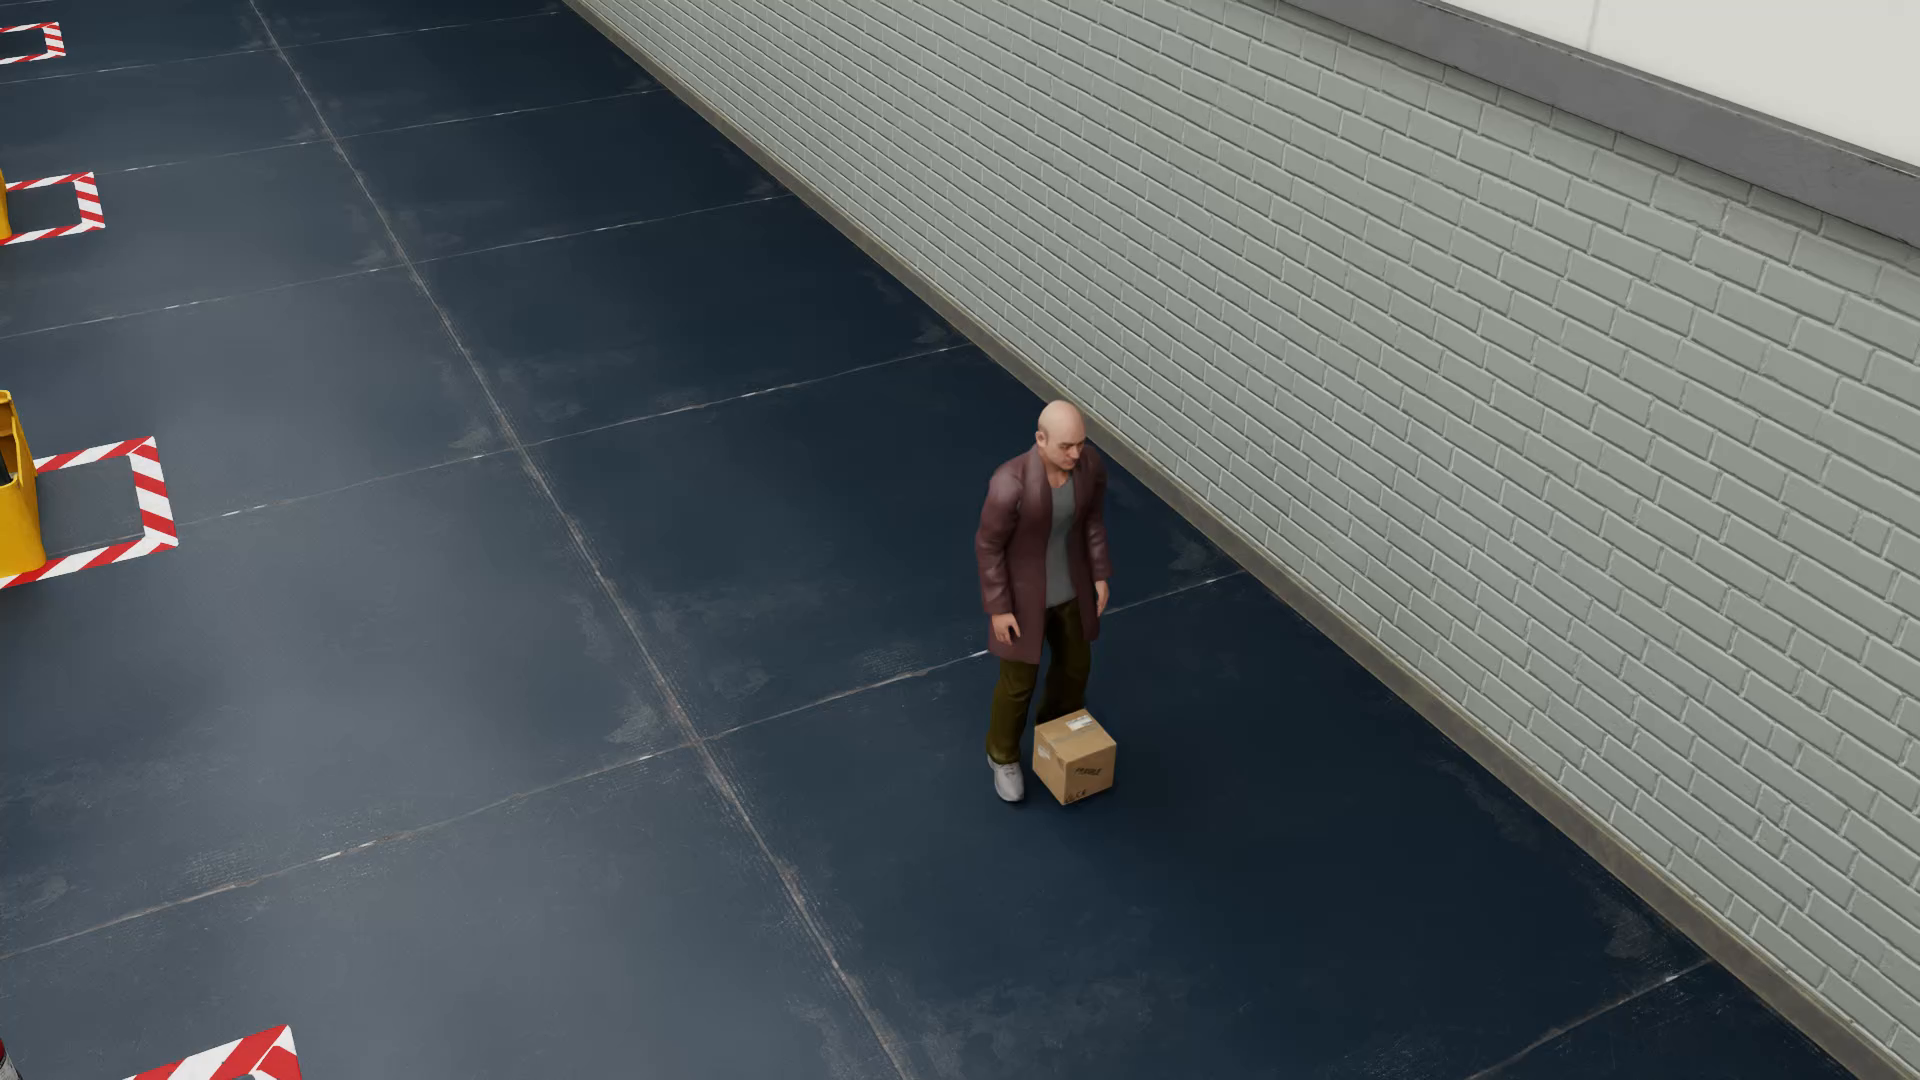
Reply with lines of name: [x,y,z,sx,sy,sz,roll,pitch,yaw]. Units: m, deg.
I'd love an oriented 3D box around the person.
person: [0.356,0.219,6.811,0.635,1.773,0.427,-17,36,-25]
